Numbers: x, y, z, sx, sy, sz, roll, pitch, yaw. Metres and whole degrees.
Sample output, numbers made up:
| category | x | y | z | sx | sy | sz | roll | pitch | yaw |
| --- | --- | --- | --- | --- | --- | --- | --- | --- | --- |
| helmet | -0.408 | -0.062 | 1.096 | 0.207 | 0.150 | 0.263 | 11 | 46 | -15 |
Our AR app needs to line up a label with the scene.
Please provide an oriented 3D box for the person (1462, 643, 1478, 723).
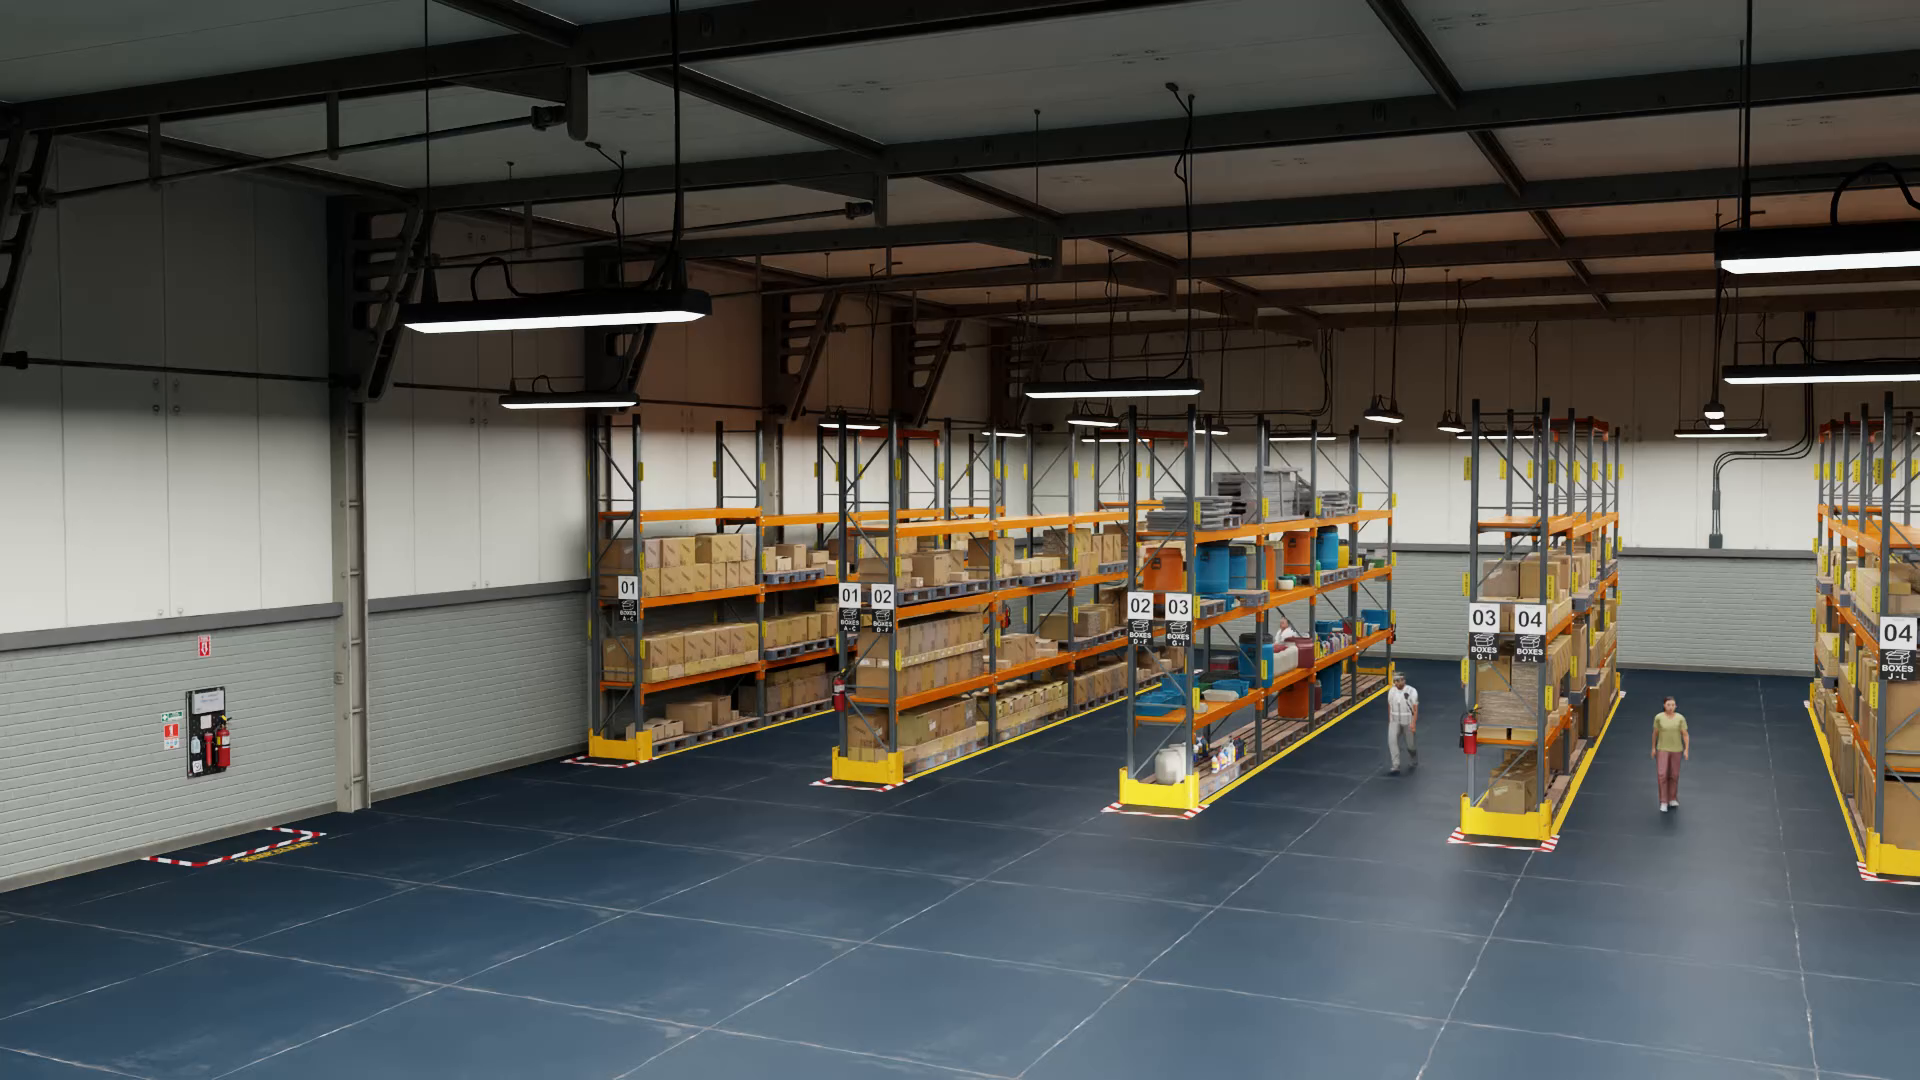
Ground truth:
| category | x | y | z | sx | sy | sz | roll | pitch | yaw |
| --- | --- | --- | --- | --- | --- | --- | --- | --- | --- |
| person | 10.190 | 2.833 | 32.866 | 0.501 | 1.651 | 0.608 | 2 | 3 | 35 |

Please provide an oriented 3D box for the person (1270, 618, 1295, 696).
| category | x | y | z | sx | sy | sz | roll | pitch | yaw |
| --- | --- | --- | --- | --- | --- | --- | --- | --- | --- |
| person | 7.244 | 2.594 | 37.148 | 1.207 | 1.716 | 0.658 | -2 | 3 | -35 |

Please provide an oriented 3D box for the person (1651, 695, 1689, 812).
| category | x | y | z | sx | sy | sz | roll | pitch | yaw |
| --- | --- | --- | --- | --- | --- | --- | --- | --- | --- |
| person | 10.544 | 3.151 | 24.681 | 0.508 | 1.684 | 0.637 | 1 | 2 | 19 |

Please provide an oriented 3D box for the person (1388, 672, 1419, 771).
| category | x | y | z | sx | sy | sz | roll | pitch | yaw |
| --- | --- | --- | --- | --- | --- | --- | --- | --- | --- |
| person | 7.436 | 3.029 | 27.951 | 0.527 | 1.633 | 1.042 | 1 | 3 | 29 |
